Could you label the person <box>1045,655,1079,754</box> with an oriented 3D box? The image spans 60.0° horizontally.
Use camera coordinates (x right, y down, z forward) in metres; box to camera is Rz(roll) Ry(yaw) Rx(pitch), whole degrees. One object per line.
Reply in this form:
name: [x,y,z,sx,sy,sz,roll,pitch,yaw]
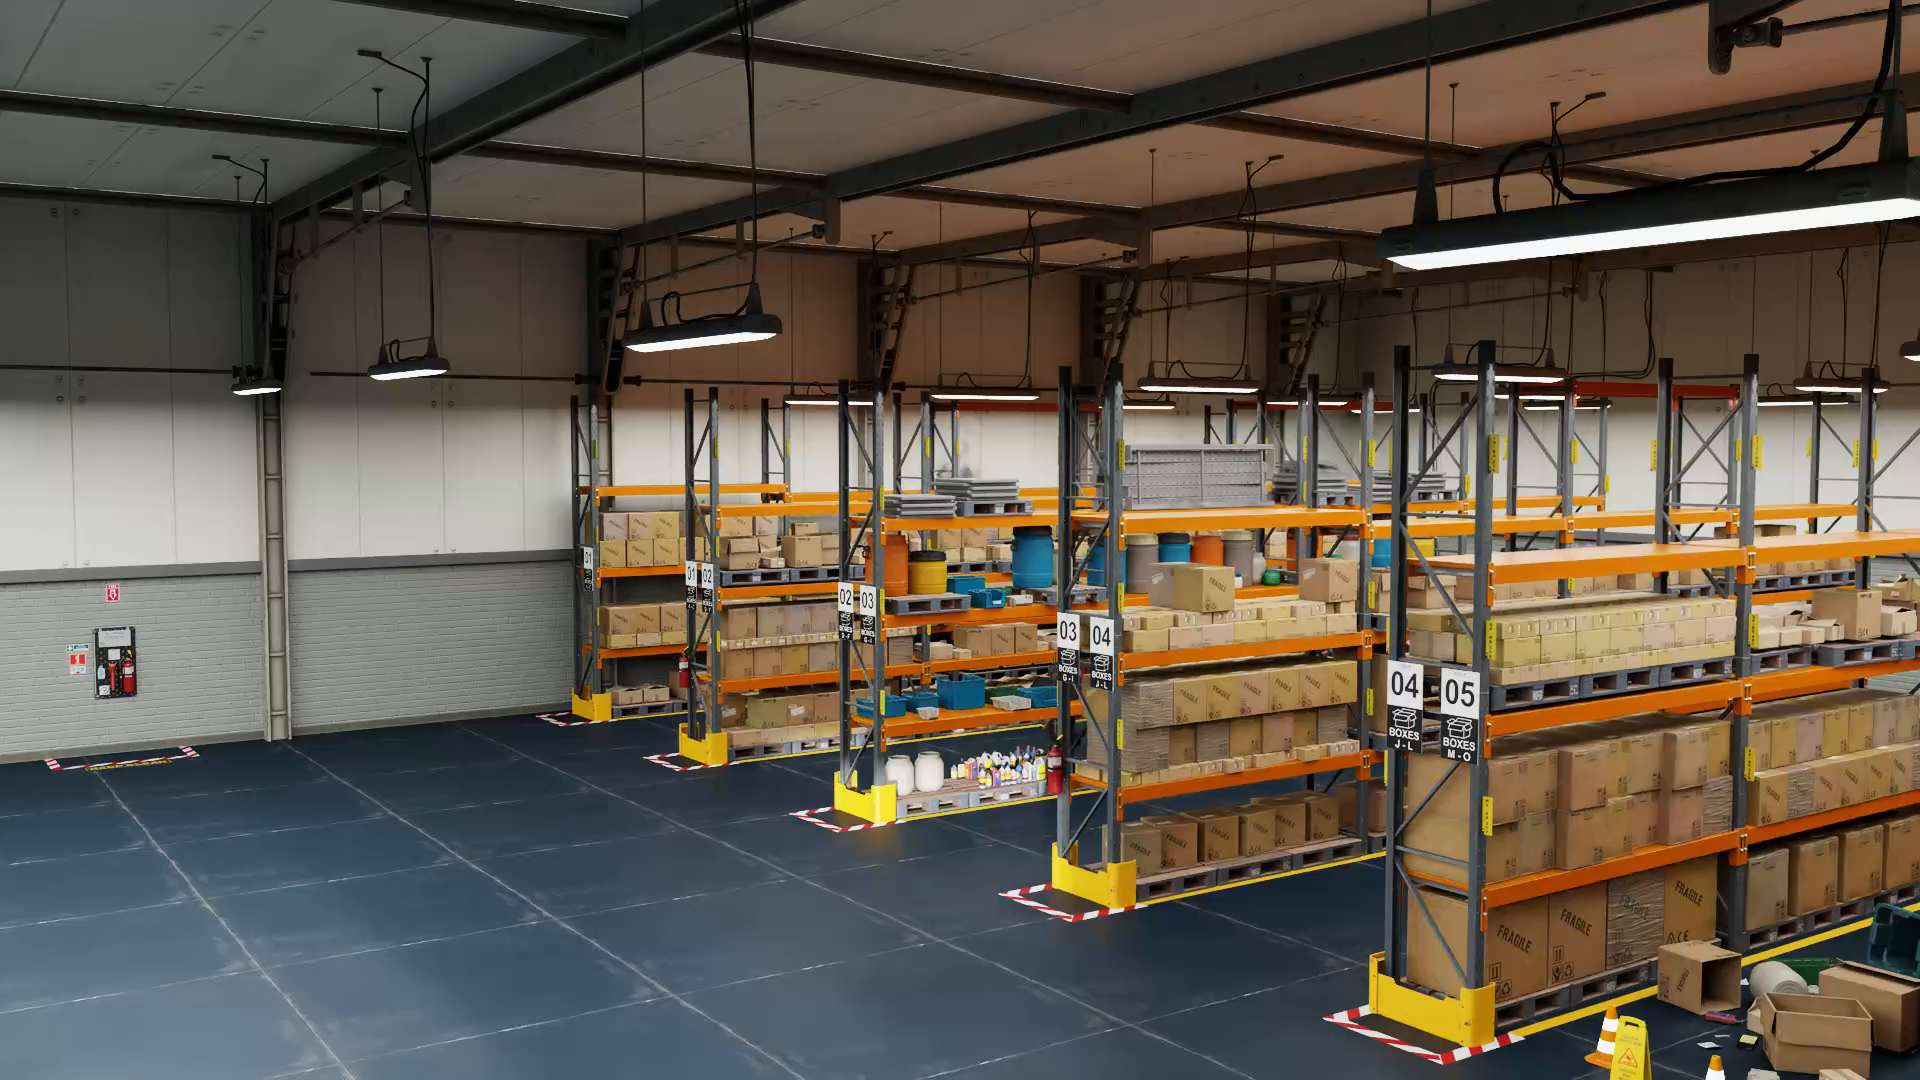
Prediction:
person: [1.652,2.683,27.333,0.614,1.673,0.659,-3,5,-42]
